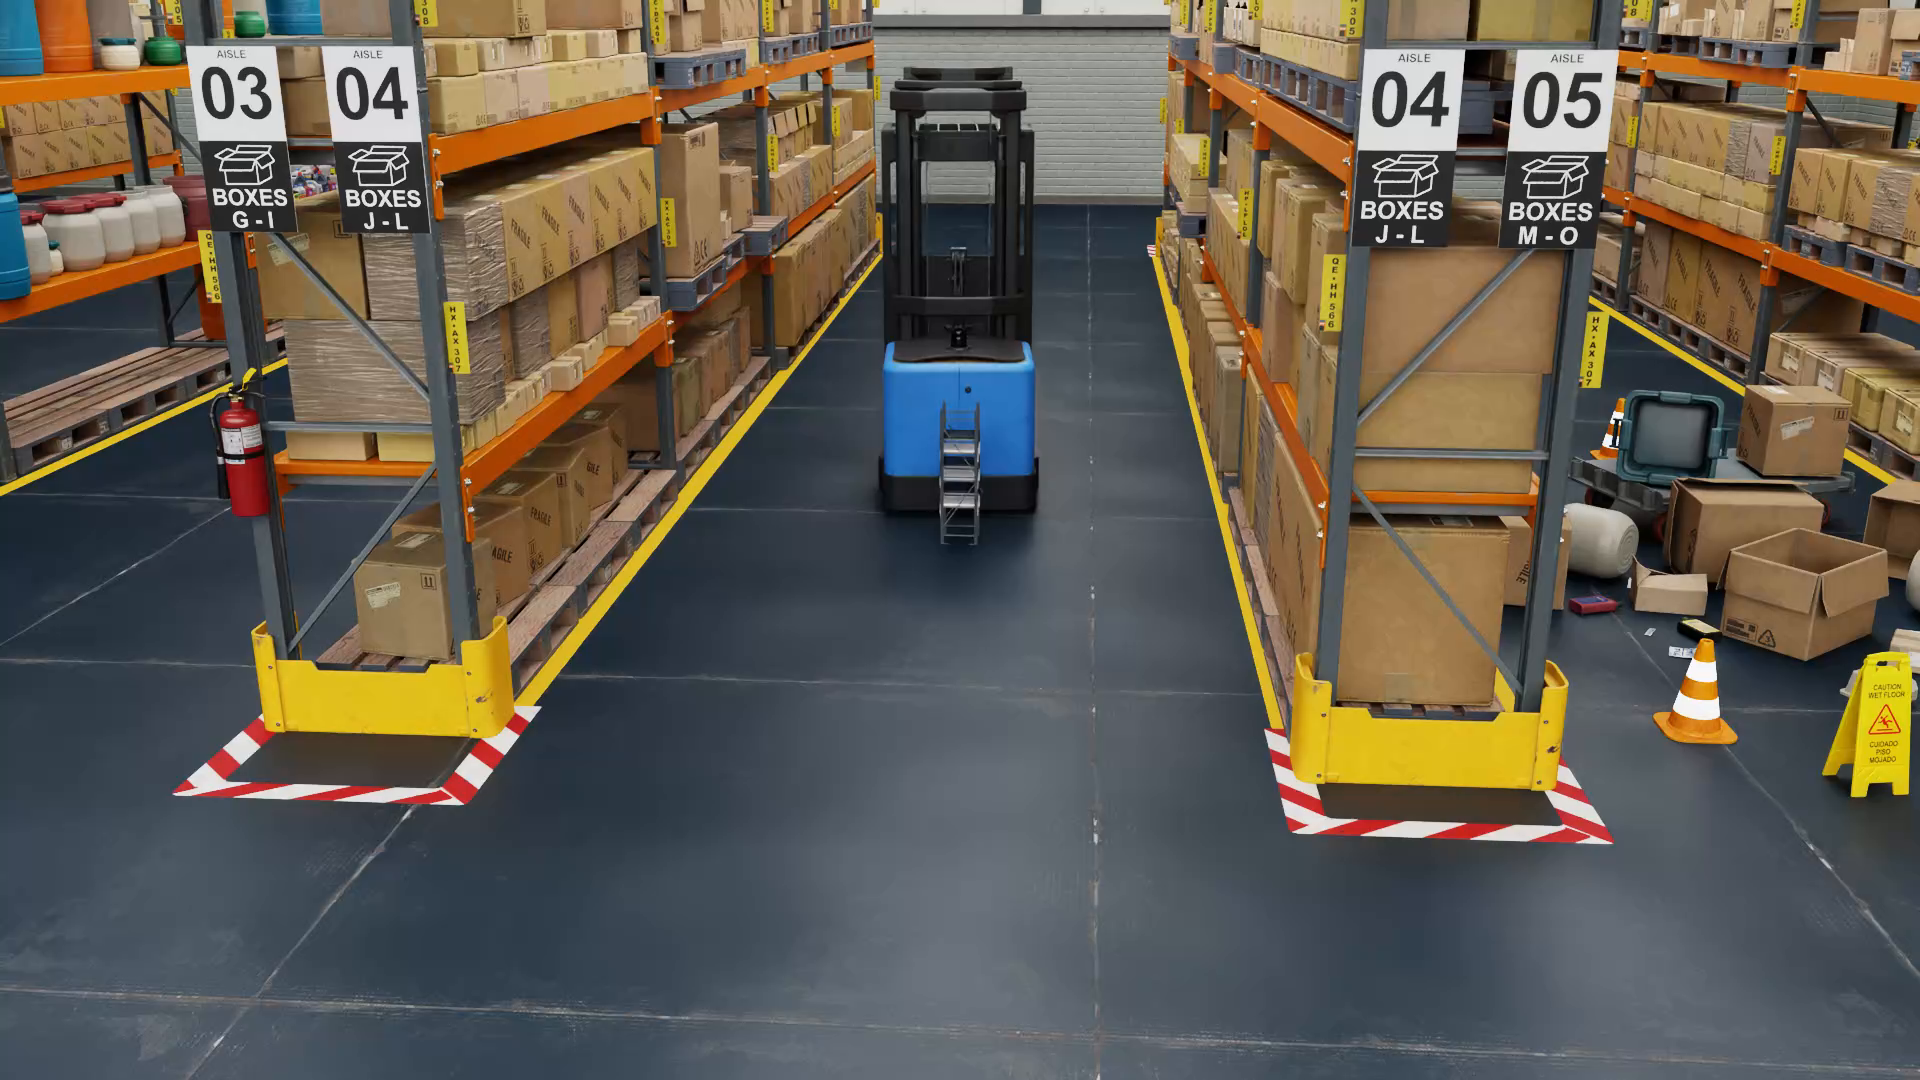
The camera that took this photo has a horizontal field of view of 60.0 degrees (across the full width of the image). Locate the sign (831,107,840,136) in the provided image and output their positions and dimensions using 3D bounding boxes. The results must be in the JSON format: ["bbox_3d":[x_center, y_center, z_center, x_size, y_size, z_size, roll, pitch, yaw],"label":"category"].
[{"bbox_3d":[-1.411,-4.742,18.847,0.100,0.325,0.005,1,18,4],"label":"sign"}]

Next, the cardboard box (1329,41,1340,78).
[{"bbox_3d":[1.832,-2.112,7.303,0.380,0.149,0.250,1,18,4],"label":"cardboard box"}]

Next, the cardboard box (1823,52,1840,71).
[{"bbox_3d":[7.453,-3.987,13.861,0.380,0.149,0.250,1,18,4],"label":"cardboard box"}]

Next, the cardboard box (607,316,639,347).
[{"bbox_3d":[-2.260,-1.328,10.561,0.380,0.149,0.250,1,18,4],"label":"cardboard box"}]

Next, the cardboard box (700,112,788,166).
[{"bbox_3d":[-2.121,-3.950,16.389,0.797,0.503,0.637,2,18,5],"label":"cardboard box"}]

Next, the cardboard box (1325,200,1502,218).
[{"bbox_3d":[2.315,-1.412,8.441,0.875,0.550,0.550,1,18,4],"label":"cardboard box"}]

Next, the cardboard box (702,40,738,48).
[{"bbox_3d":[-2.090,-3.887,13.393,0.500,0.250,0.500,2,18,5],"label":"cardboard box"}]

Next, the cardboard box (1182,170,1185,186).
[{"bbox_3d":[2.334,-3.482,15.984,0.380,0.149,0.250,1,18,4],"label":"cardboard box"}]

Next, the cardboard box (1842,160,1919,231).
[{"bbox_3d":[7.320,-2.702,13.040,0.500,0.500,0.500,2,18,5],"label":"cardboard box"}]

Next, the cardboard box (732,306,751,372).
[{"bbox_3d":[-2.268,-1.809,14.935,0.700,0.500,0.500,0,18,1],"label":"cardboard box"}]

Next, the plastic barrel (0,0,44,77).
[{"bbox_3d":[-7.553,-4.098,12.989,0.600,0.901,0.708,1,18,4],"label":"plastic barrel"}]

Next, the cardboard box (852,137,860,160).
[{"bbox_3d":[-1.542,-4.917,20.876,0.500,0.250,0.500,1,18,4],"label":"cardboard box"}]

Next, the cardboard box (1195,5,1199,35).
[{"bbox_3d":[2.715,-5.411,17.270,0.500,0.311,0.500,1,18,3],"label":"cardboard box"}]

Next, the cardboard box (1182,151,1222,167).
[{"bbox_3d":[2.356,-3.697,16.162,0.380,0.149,0.250,1,18,4],"label":"cardboard box"}]

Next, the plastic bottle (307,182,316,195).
[{"bbox_3d":[-6.708,-3.567,17.199,0.097,0.271,0.097,0,18,0],"label":"plastic bottle"}]

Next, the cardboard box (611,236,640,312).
[{"bbox_3d":[-2.620,-1.805,10.976,0.875,0.500,0.500,1,18,4],"label":"cardboard box"}]

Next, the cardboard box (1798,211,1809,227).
[{"bbox_3d":[7.436,-2.759,14.254,0.380,0.149,0.250,0,18,1],"label":"cardboard box"}]

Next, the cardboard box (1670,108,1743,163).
[{"bbox_3d":[7.566,-4.096,16.839,0.500,0.500,0.500,1,18,3],"label":"cardboard box"}]

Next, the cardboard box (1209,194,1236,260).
[{"bbox_3d":[2.365,-2.611,13.913,0.500,0.500,0.500,1,18,3],"label":"cardboard box"}]

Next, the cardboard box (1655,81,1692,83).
[{"bbox_3d":[8.319,-5.259,19.347,0.380,0.149,0.250,1,18,2],"label":"cardboard box"}]

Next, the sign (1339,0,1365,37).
[{"bbox_3d":[1.587,-2.195,6.692,0.100,0.325,0.005,1,18,4],"label":"sign"}]

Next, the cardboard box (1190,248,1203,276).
[{"bbox_3d":[2.566,-2.755,16.651,0.500,0.250,0.500,2,18,5],"label":"cardboard box"}]

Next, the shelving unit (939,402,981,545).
[{"bbox_3d":[0.001,-0.430,10.791,0.258,0.900,0.210,1,18,4],"label":"shelving unit"}]

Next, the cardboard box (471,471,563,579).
[{"bbox_3d":[-2.679,-0.098,9.744,0.500,0.500,0.500,3,18,9],"label":"cardboard box"}]

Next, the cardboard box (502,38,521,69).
[{"bbox_3d":[-2.440,-2.454,8.378,0.380,0.149,0.250,1,18,4],"label":"cardboard box"}]

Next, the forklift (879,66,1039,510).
[{"bbox_3d":[-0.018,-1.999,12.316,1.130,2.935,3.031,0,18,-1],"label":"forklift"}]

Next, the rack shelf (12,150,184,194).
[{"bbox_3d":[-11.690,-4.741,21.729,1.077,0.370,4.000,1,18,4],"label":"rack shelf"}]

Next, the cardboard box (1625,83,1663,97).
[{"bbox_3d":[7.791,-5.108,18.887,0.380,0.149,0.250,1,18,4],"label":"cardboard box"}]

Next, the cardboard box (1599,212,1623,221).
[{"bbox_3d":[8.271,-4.035,21.860,0.875,0.438,0.875,1,18,2],"label":"cardboard box"}]

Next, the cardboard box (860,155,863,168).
[{"bbox_3d":[-1.453,-4.846,21.299,0.380,0.149,0.250,1,18,4],"label":"cardboard box"}]

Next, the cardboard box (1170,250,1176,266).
[{"bbox_3d":[2.701,-3.356,19.774,0.380,0.149,0.250,1,18,2],"label":"cardboard box"}]

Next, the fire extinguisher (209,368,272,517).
[{"bbox_3d":[-3.281,-0.450,7.603,0.296,0.674,0.183,1,18,4],"label":"fire extinguisher"}]

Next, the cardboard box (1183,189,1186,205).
[{"bbox_3d":[2.315,-3.255,15.769,0.380,0.149,0.250,2,18,5],"label":"cardboard box"}]

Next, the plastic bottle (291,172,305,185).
[{"bbox_3d":[-7.221,-3.864,18.098,0.152,0.276,0.135,1,18,4],"label":"plastic bottle"}]

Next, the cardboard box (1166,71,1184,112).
[{"bbox_3d":[2.977,-5.870,21.775,0.500,0.500,0.500,1,18,4],"label":"cardboard box"}]

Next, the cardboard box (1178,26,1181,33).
[{"bbox_3d":[2.836,-5.922,19.602,0.500,0.250,0.500,1,18,3],"label":"cardboard box"}]

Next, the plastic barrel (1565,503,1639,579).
[{"bbox_3d":[3.862,-0.001,10.247,0.512,0.421,0.421,17,25,41],"label":"plastic barrel"}]

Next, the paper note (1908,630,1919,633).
[{"bbox_3d":[5.364,0.527,9.284,0.148,0.019,0.142,8,20,23],"label":"paper note"}]

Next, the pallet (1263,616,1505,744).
[{"bbox_3d":[2.106,0.705,8.432,1.003,0.211,1.213,1,18,4],"label":"pallet"}]

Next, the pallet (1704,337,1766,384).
[{"bbox_3d":[7.777,-1.693,15.752,1.003,0.211,1.213,1,18,4],"label":"pallet"}]

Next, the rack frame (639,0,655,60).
[{"bbox_3d":[-2.526,-4.605,10.526,1.000,3.000,0.127,1,18,4],"label":"rack frame"}]

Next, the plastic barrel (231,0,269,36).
[{"bbox_3d":[-7.203,-5.351,16.726,0.433,0.535,0.433,0,18,0],"label":"plastic barrel"}]

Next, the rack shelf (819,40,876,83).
[{"bbox_3d":[-1.809,-5.944,20.583,1.077,0.370,4.000,1,18,4],"label":"rack shelf"}]

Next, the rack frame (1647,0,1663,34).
[{"bbox_3d":[7.932,-6.869,17.433,1.000,3.000,0.127,1,18,4],"label":"rack frame"}]

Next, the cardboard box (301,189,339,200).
[{"bbox_3d":[-2.990,-1.508,8.463,0.500,0.500,0.500,1,18,4],"label":"cardboard box"}]

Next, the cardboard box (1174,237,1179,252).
[{"bbox_3d":[2.743,-3.498,19.731,0.380,0.149,0.250,1,18,3],"label":"cardboard box"}]

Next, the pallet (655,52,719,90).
[{"bbox_3d":[-2.376,-3.280,11.600,1.213,0.211,1.003,1,18,4],"label":"pallet"}]

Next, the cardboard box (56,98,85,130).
[{"bbox_3d":[-11.445,-5.444,20.953,0.500,0.500,0.500,1,18,2],"label":"cardboard box"}]

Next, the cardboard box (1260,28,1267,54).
[{"bbox_3d":[2.049,-3.060,10.195,0.380,0.149,0.250,1,18,3],"label":"cardboard box"}]

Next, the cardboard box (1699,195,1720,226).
[{"bbox_3d":[7.495,-3.182,16.058,0.500,0.250,0.500,1,18,3],"label":"cardboard box"}]

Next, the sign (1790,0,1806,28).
[{"bbox_3d":[7.092,-4.499,14.062,0.100,0.325,0.005,1,18,4],"label":"sign"}]

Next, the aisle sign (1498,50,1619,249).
[{"bbox_3d":[2.421,-1.577,6.742,0.394,0.787,0.004,1,18,4],"label":"aisle sign"}]

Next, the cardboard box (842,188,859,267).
[{"bbox_3d":[-1.761,-3.912,20.781,0.875,0.875,0.875,1,18,4],"label":"cardboard box"}]

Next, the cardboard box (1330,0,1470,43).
[{"bbox_3d":[1.883,-2.271,7.147,0.500,0.250,0.500,2,18,5],"label":"cardboard box"}]

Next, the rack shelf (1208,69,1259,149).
[{"bbox_3d":[2.557,-3.317,12.567,1.077,0.370,4.000,1,18,4],"label":"rack shelf"}]

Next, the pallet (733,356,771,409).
[{"bbox_3d":[-2.297,-1.429,14.945,1.003,0.211,1.213,1,18,4],"label":"pallet"}]
